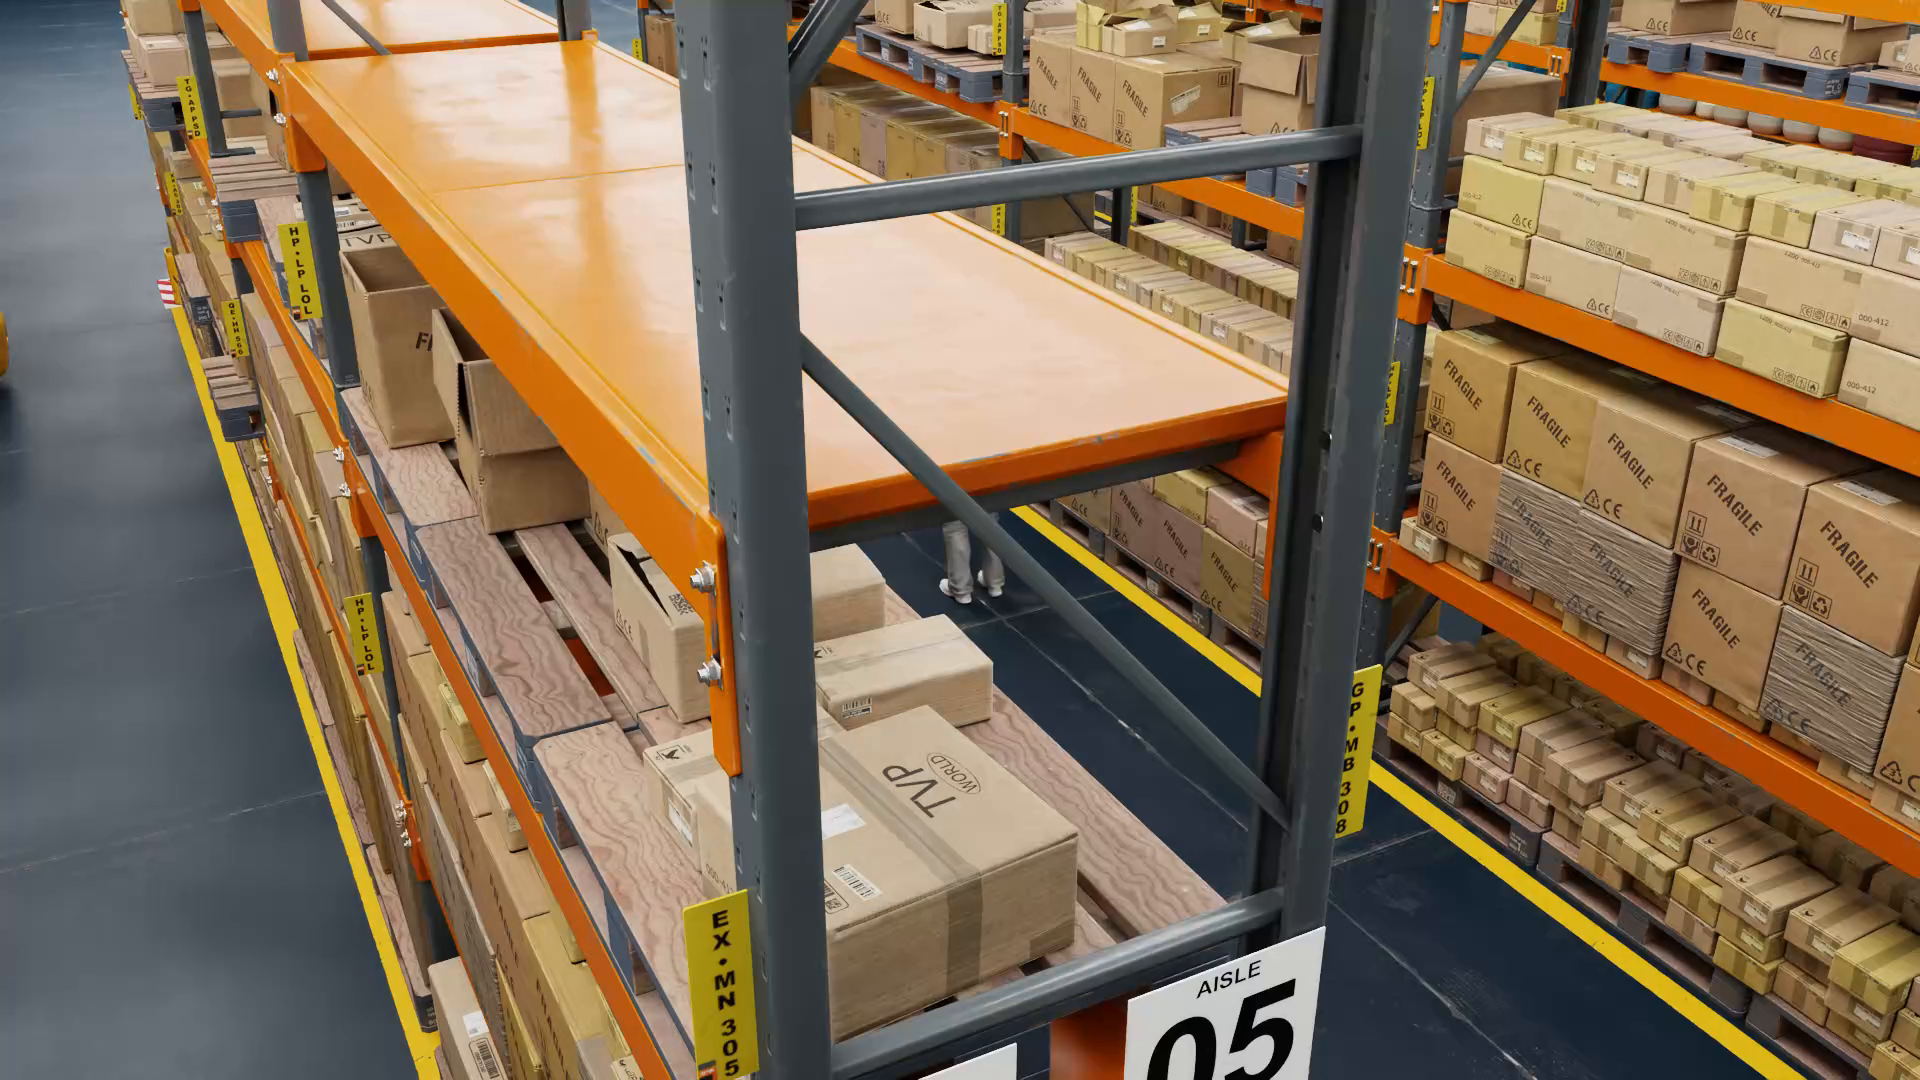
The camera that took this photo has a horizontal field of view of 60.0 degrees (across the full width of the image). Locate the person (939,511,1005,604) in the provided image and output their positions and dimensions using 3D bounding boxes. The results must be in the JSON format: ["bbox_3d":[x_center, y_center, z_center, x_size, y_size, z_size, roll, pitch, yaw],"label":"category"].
[{"bbox_3d":[0.059,-0.419,10.499,0.464,1.675,0.475,-13,29,-25],"label":"person"}]
